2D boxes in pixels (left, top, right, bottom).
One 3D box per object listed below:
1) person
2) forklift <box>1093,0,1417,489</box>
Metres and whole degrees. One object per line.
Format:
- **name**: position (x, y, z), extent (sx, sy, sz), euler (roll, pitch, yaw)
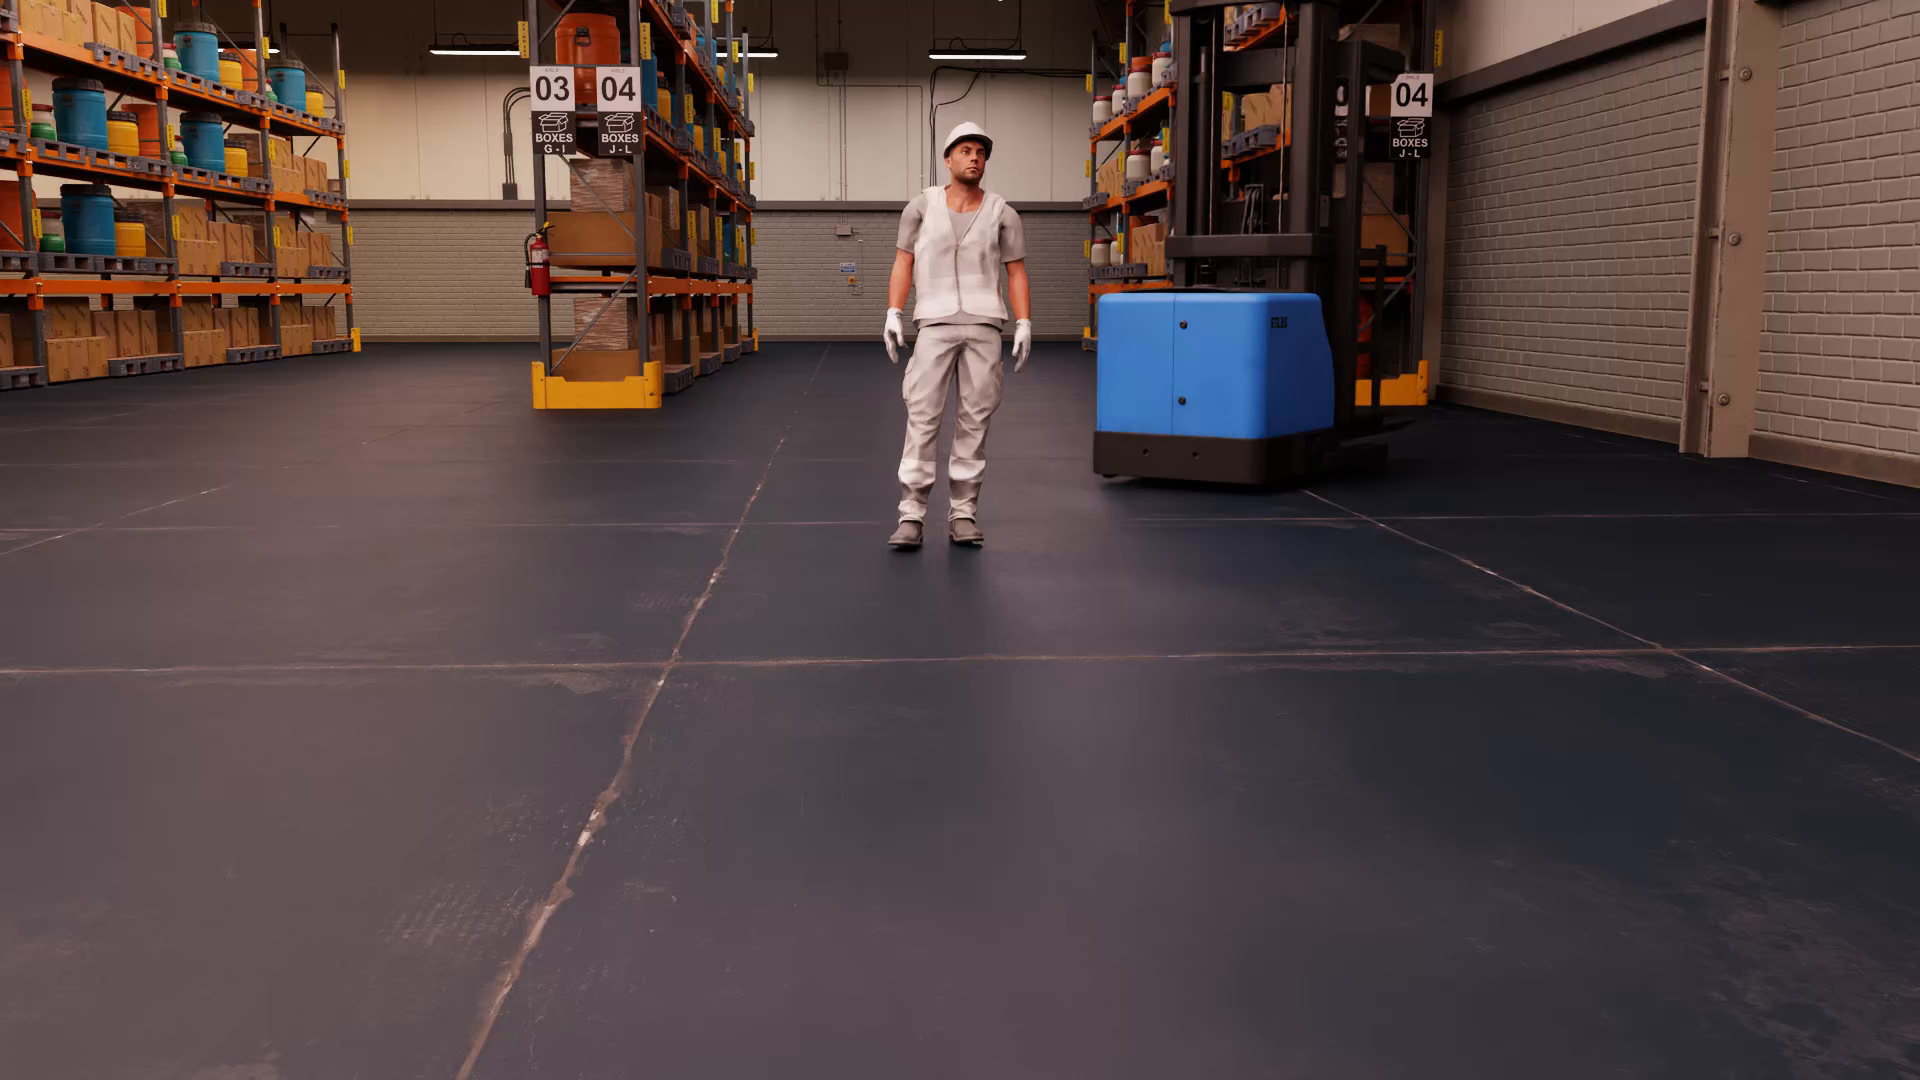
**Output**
- **person**: position (-0.006, -0.880, 7.097), extent (0.638, 1.789, 0.562), euler (-1, 8, -4)
- **forklift**: position (1.991, -1.896, 10.097), extent (1.130, 2.935, 3.031), euler (6, 10, 34)
